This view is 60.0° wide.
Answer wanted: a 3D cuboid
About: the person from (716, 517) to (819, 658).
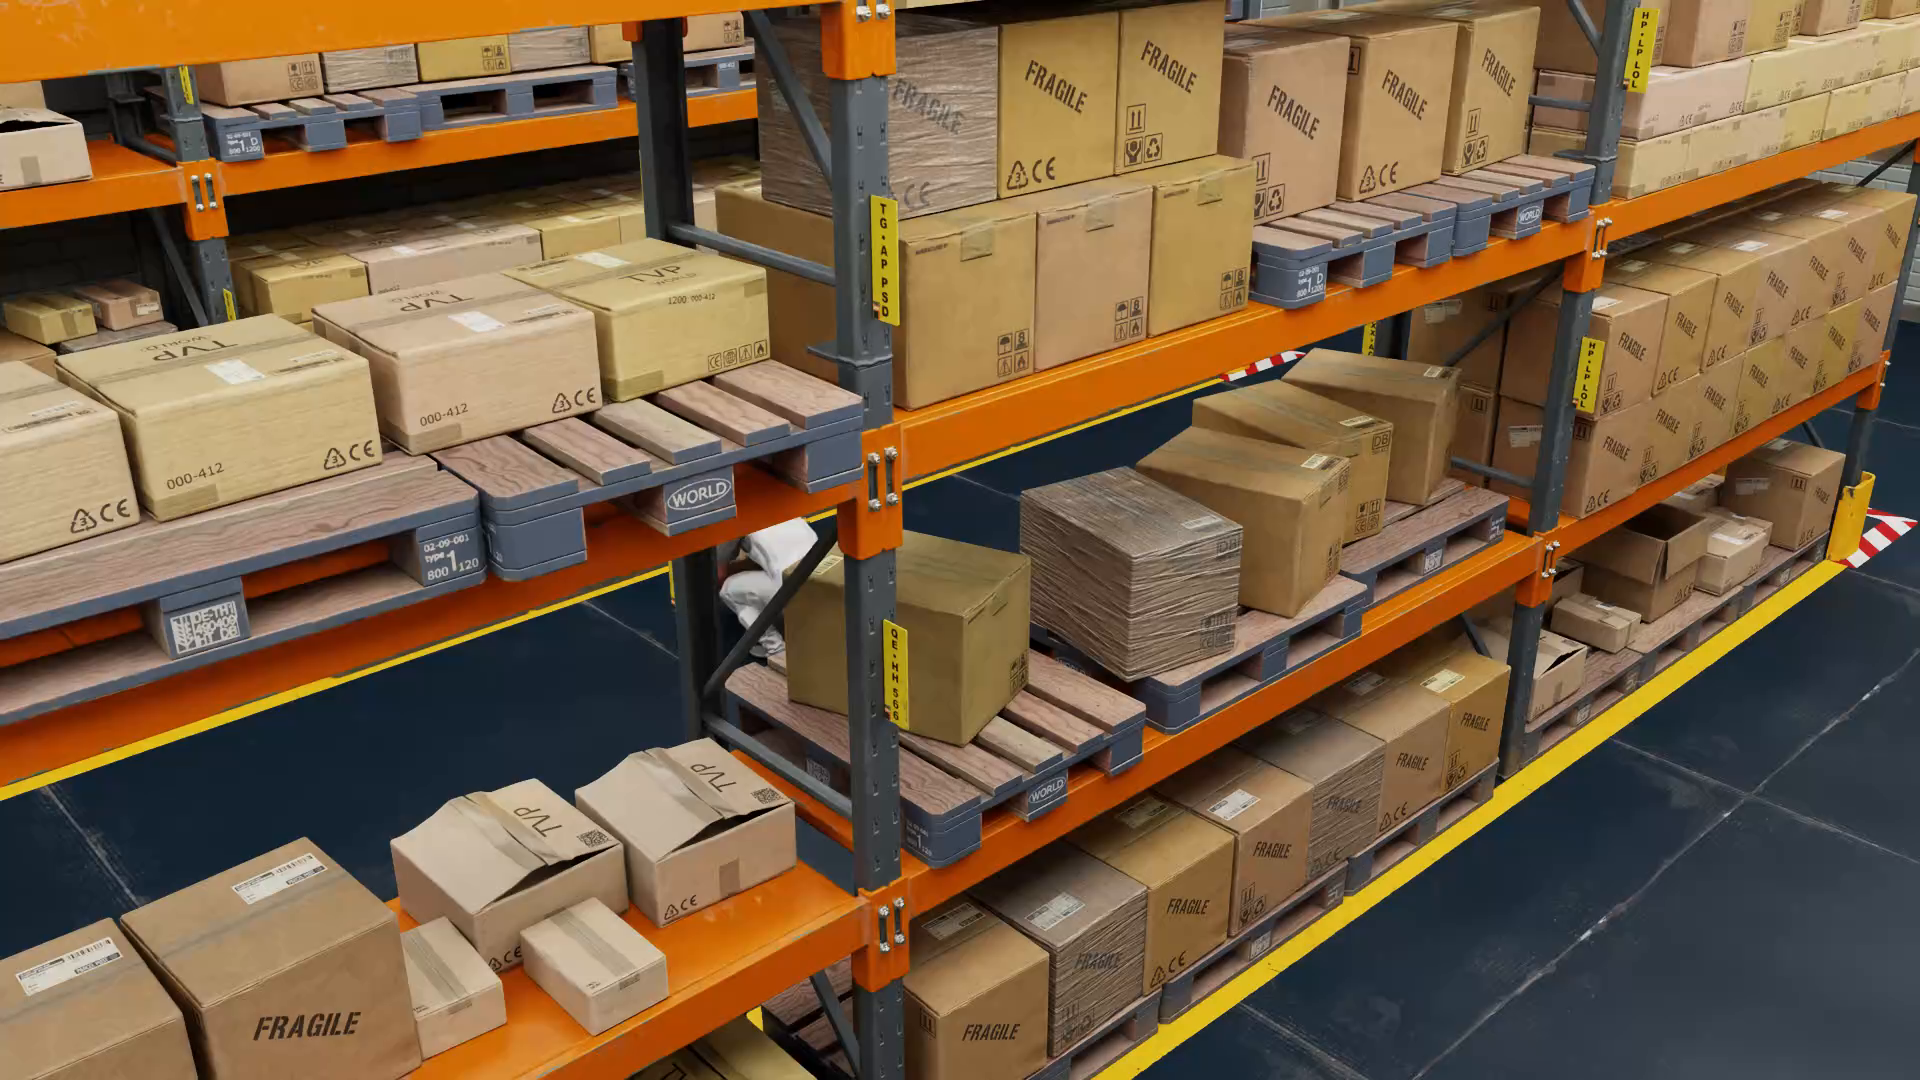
[{"bbox_3d":[-1.079,0.130,9.262,0.536,0.998,0.890,-22,32,-40],"label":"person"}]
